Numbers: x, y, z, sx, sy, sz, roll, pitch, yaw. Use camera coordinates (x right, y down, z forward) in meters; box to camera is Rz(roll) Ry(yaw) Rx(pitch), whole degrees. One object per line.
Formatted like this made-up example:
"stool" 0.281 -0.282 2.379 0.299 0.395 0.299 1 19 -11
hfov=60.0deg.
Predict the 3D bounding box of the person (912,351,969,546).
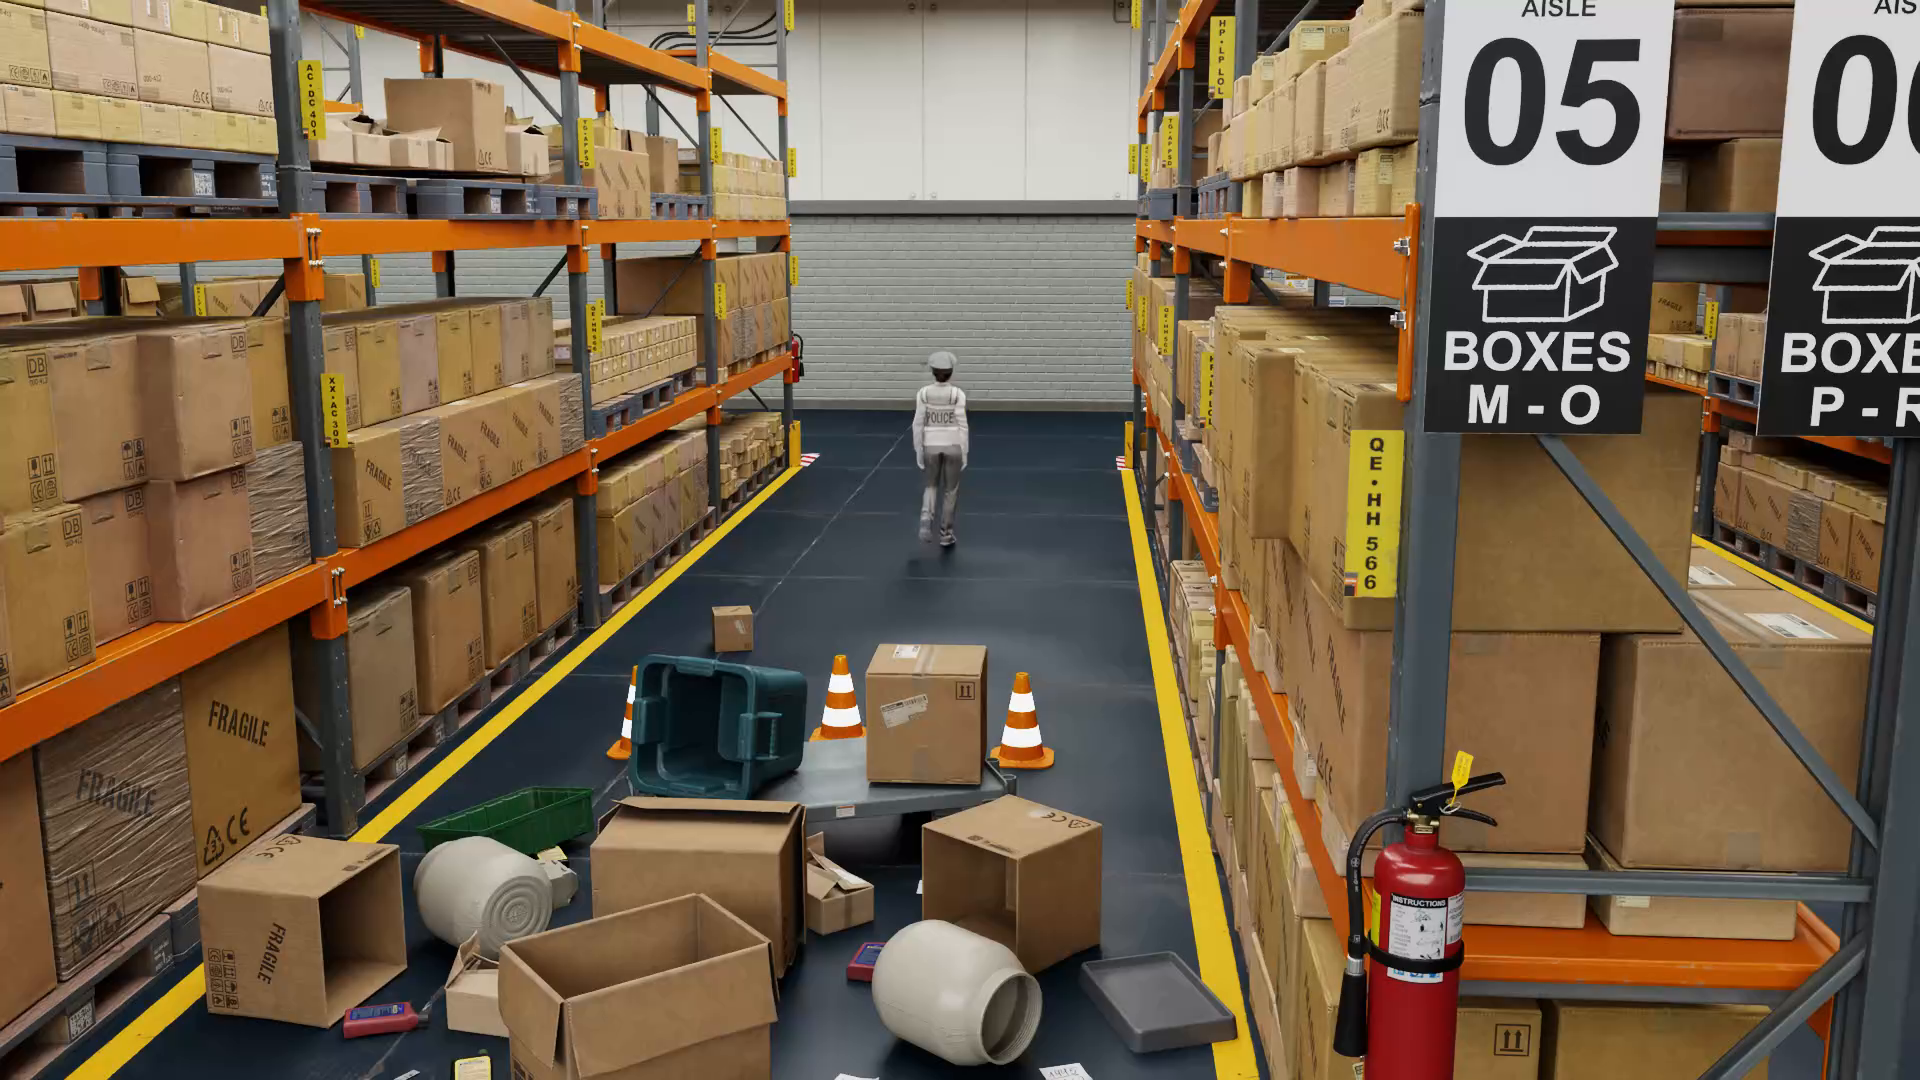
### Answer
"person" -0.165 -0.776 14.291 0.483 1.679 0.489 2 11 13
